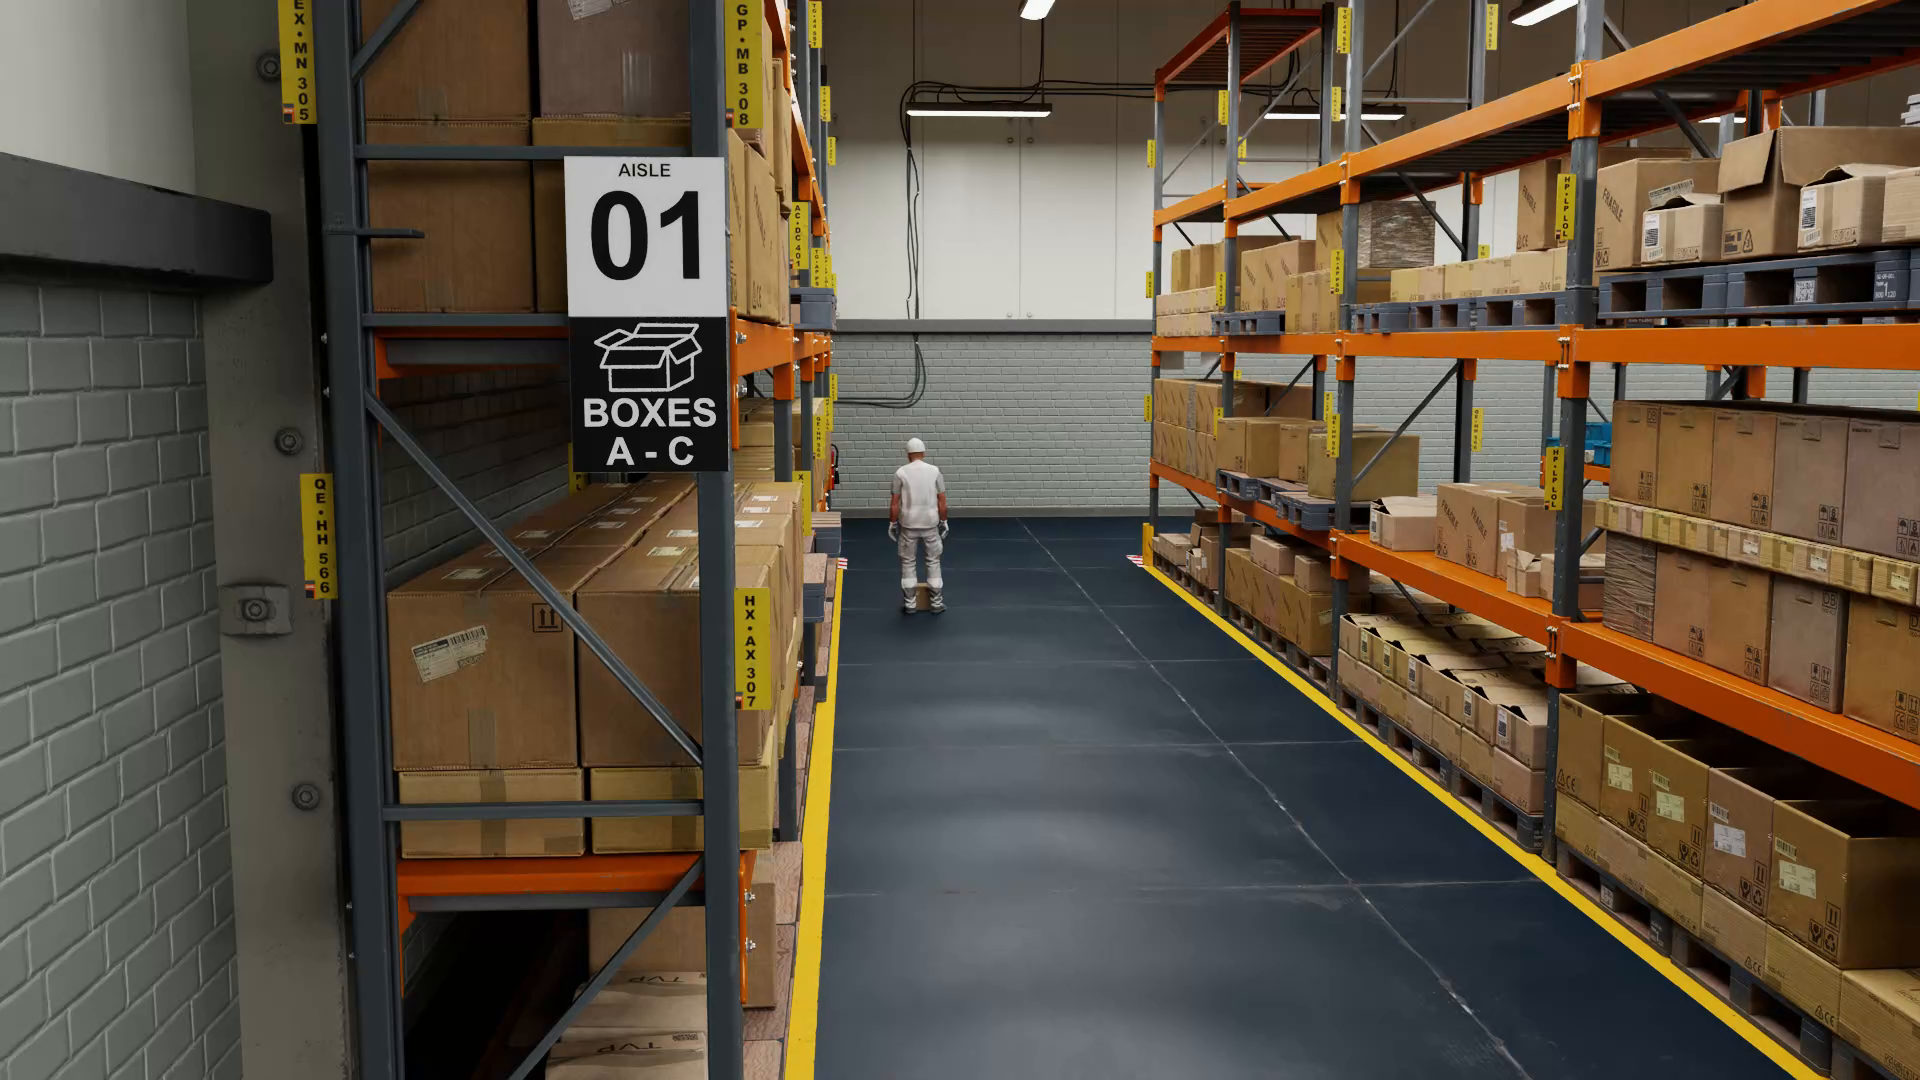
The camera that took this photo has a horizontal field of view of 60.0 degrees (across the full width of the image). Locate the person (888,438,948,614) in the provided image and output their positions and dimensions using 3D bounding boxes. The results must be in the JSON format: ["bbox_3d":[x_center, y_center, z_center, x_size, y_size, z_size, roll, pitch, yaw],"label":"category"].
[{"bbox_3d":[-0.423,-0.145,16.898,0.618,1.779,0.452,-1,7,-7],"label":"person"}]
